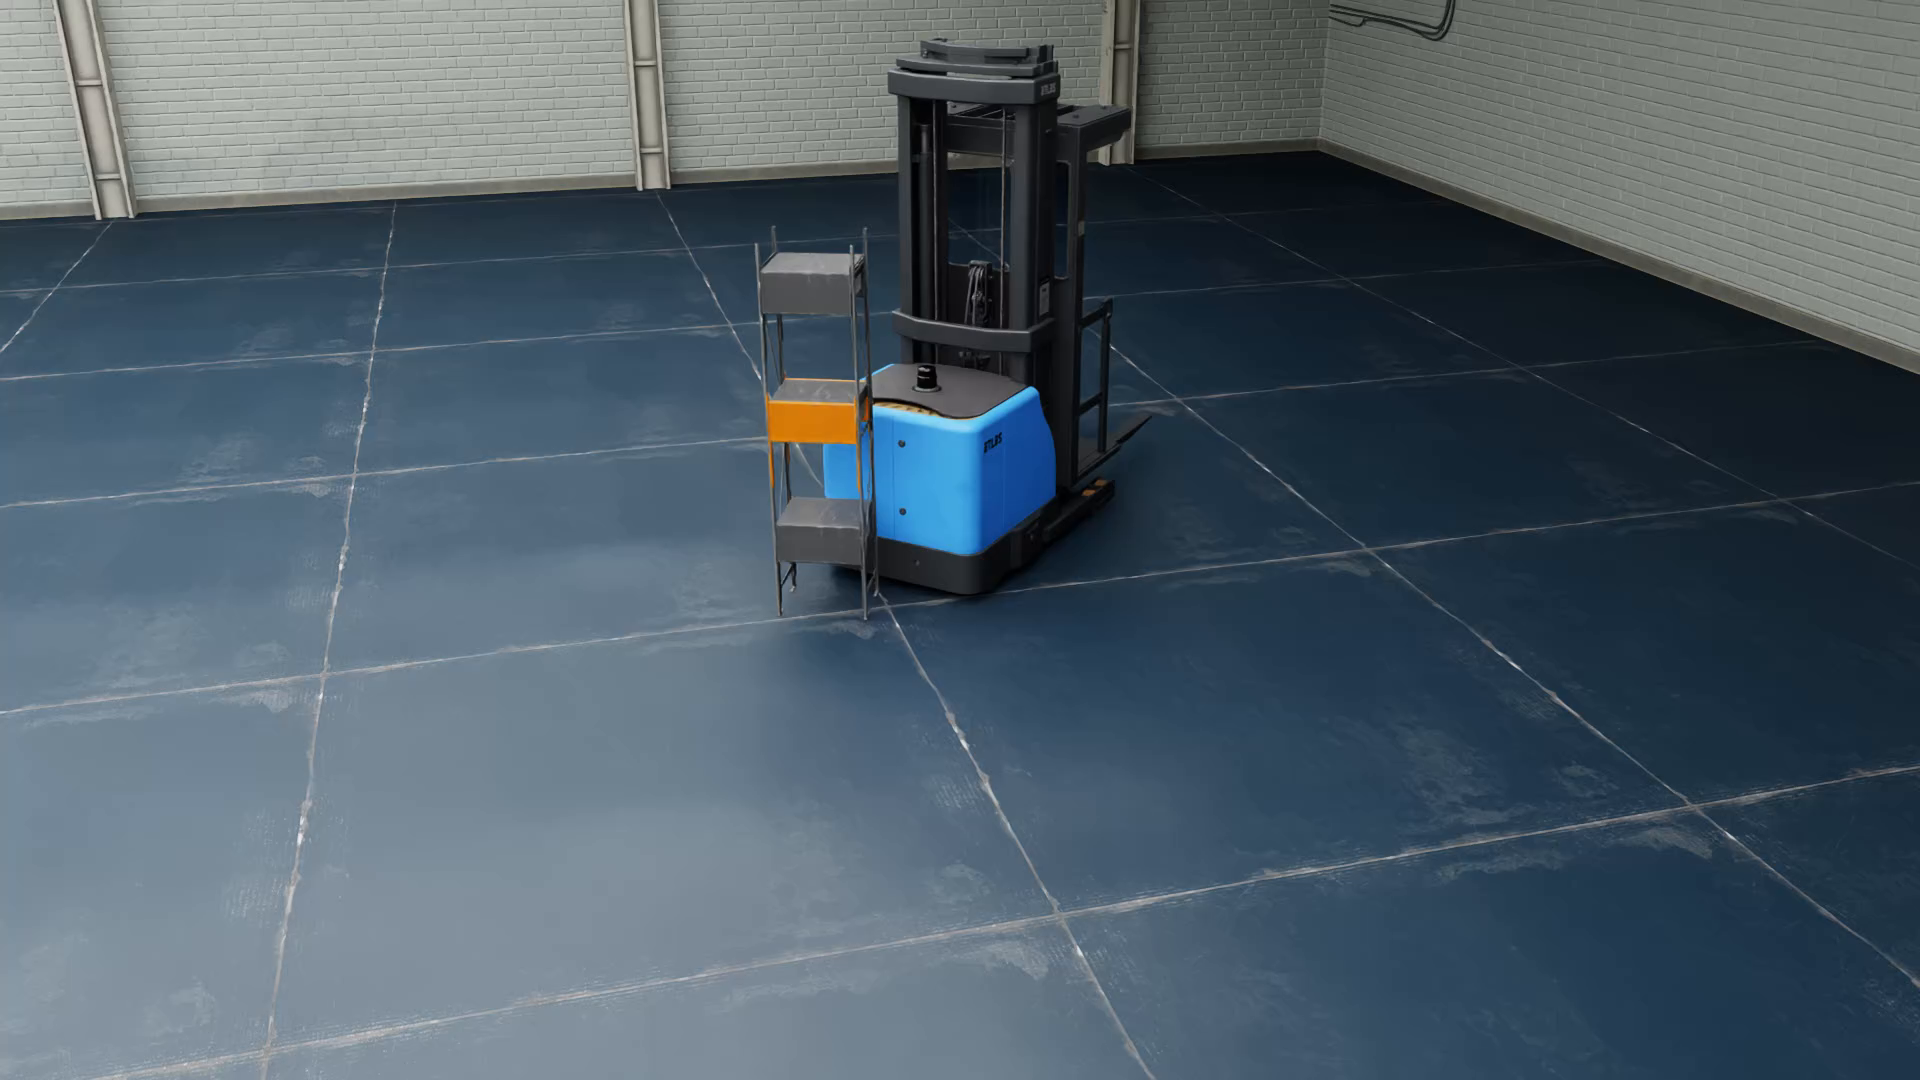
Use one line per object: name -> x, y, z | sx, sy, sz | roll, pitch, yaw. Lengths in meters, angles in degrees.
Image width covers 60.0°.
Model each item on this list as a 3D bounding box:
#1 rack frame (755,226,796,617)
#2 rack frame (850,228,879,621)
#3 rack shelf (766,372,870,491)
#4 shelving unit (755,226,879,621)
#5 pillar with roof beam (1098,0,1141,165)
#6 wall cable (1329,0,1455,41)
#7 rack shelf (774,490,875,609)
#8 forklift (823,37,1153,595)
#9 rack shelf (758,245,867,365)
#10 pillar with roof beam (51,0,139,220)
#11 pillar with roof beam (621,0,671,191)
rack frame -> -0.993, -0.615, 9.014 | 0.015, 2.100, 0.400 | 2, 24, 7
rack frame -> -0.509, -0.595, 8.954 | 0.015, 2.100, 0.400 | 2, 24, 7
rack shelf -> -0.751, -0.592, 8.990 | 0.480, 0.518, 0.431 | 2, 24, 7
shelving unit -> -0.751, -0.605, 8.984 | 0.503, 2.100, 0.431 | 2, 24, 7
pillar with roof beam -> 3.202, -7.441, 16.179 | 0.400, 9.000, 9.100 | -6, 24, -14
wall cable -> 5.232, -7.460, 20.161 | 0.112, 2.526, 3.097 | -6, 24, -14
rack shelf -> -0.743, 0.049, 9.270 | 0.480, 0.518, 0.431 | 2, 24, 7
forklift -> 0.347, -1.581, 10.218 | 1.130, 2.935, 3.031 | 12, 26, 26
rack shelf -> -0.759, -1.233, 8.709 | 0.480, 0.518, 0.431 | 2, 24, 7
pillar with roof beam -> -8.352, -6.162, 13.200 | 0.400, 9.000, 9.100 | -6, 24, -14
pillar with roof beam -> -2.575, -6.802, 14.689 | 0.400, 9.000, 9.100 | -6, 24, -14
